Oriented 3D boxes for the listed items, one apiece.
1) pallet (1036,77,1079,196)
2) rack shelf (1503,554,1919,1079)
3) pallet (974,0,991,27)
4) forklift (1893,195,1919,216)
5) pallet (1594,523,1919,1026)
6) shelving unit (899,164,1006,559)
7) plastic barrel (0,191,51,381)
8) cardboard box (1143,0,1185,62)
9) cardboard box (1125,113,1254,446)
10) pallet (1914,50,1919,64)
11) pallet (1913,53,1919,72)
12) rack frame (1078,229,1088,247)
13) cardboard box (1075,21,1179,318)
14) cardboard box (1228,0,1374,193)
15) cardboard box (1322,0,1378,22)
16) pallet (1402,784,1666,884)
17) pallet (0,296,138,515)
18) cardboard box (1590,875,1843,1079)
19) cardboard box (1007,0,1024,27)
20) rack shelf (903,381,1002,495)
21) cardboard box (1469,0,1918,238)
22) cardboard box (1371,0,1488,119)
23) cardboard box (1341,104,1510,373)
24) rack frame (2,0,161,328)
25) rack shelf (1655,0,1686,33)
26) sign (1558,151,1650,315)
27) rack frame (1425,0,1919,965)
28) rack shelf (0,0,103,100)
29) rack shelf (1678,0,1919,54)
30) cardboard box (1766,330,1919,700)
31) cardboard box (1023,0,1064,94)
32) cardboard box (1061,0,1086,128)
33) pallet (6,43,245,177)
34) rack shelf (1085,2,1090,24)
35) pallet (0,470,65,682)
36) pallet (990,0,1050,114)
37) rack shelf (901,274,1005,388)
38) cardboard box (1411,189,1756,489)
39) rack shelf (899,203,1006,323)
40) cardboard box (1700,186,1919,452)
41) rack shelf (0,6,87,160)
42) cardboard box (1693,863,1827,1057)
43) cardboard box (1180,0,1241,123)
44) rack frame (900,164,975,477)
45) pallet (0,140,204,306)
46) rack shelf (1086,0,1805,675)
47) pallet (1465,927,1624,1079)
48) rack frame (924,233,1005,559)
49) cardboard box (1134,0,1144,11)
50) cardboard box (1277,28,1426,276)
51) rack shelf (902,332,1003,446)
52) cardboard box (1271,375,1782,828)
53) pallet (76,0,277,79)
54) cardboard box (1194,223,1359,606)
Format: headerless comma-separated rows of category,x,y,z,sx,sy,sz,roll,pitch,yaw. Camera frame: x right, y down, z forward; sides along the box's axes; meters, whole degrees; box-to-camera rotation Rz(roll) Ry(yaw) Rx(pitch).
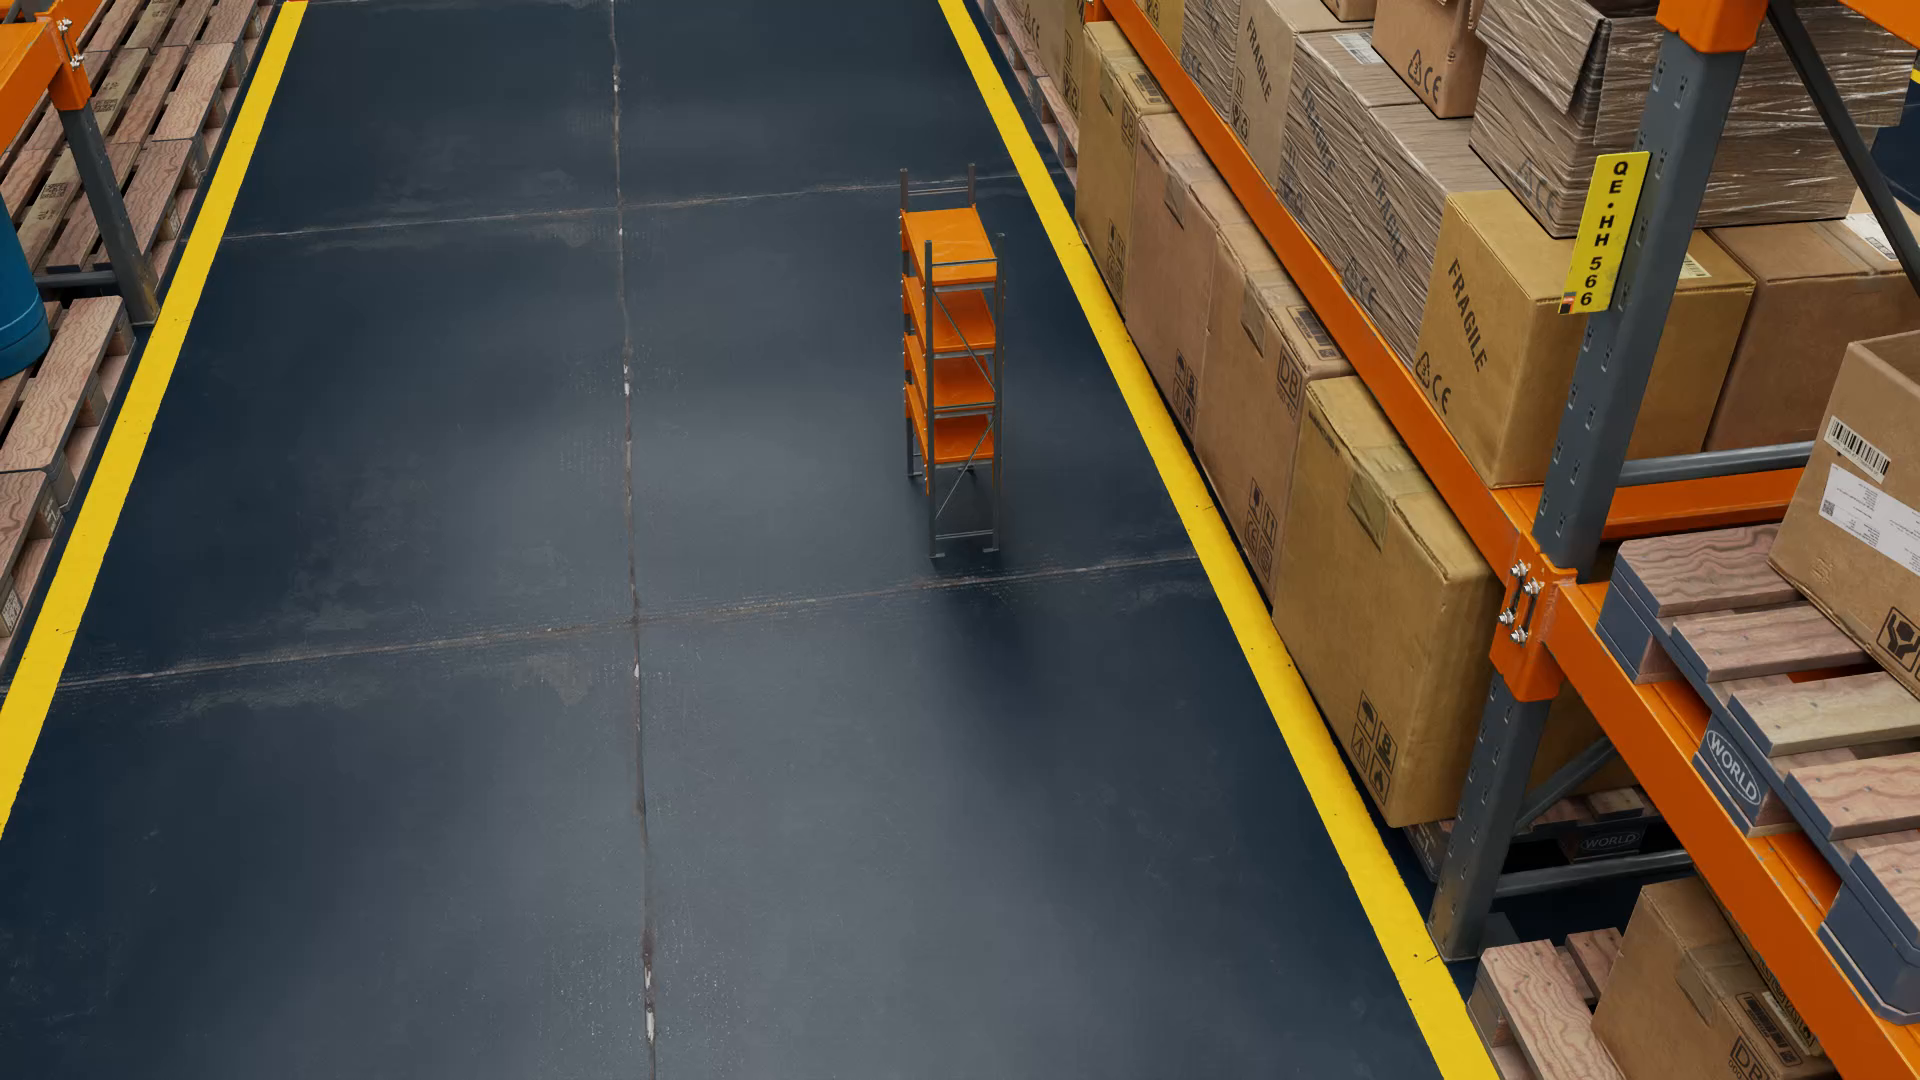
pallet,0.982,-1.953,8.092,1.003,0.211,1.213,-6,38,-8
rack shelf,2.091,1.322,2.190,1.077,0.370,4.000,-6,38,-8
pallet,0.555,-3.427,9.989,1.003,0.211,1.213,-6,38,-8
forklift,3.442,-2.940,7.145,1.130,2.935,3.031,-14,40,-17
pallet,1.970,0.324,3.044,1.213,0.211,1.003,-6,38,-8
shelving unit,-0.029,-0.574,5.511,0.258,1.200,0.503,-6,38,-8
plastic barrel,-3.759,-1.060,6.038,0.600,0.901,0.708,-6,38,-8
cardboard box,0.962,-2.017,5.820,0.500,0.500,0.500,-6,38,-8
cardboard box,1.328,-0.989,5.968,1.225,0.875,0.875,-7,38,-10
pallet,5.570,-3.098,9.565,1.003,0.211,1.213,-6,38,-8
pallet,5.787,-2.359,8.615,1.003,0.211,1.213,-6,38,-8
rack frame,1.039,-2.586,6.634,1.000,3.000,0.127,-6,38,-8
cardboard box,1.171,-1.529,6.662,1.225,0.875,0.875,-6,38,-8
cardboard box,1.145,-1.404,5.030,0.500,0.500,0.500,-6,38,-7
cardboard box,1.392,-1.848,4.784,0.797,0.503,0.637,-5,38,-6
pallet,1.676,0.447,5.003,1.003,0.211,1.213,-6,38,-8
pallet,-3.743,-0.482,6.198,1.003,0.211,1.213,-6,38,-8
cardboard box,1.877,1.046,3.638,0.700,0.500,0.500,-8,39,-10
cardboard box,0.688,-3.401,9.073,0.875,0.875,0.875,-6,38,-8
rack shelf,-0.029,-0.364,5.674,0.258,0.148,0.480,-6,38,-8
cardboard box,1.628,-1.049,3.756,0.797,0.503,0.637,-5,38,-6
cardboard box,1.516,-1.443,4.263,0.797,0.503,0.637,-5,38,-7
cardboard box,1.328,-0.783,4.231,0.500,0.500,0.500,-7,38,-8
rack frame,-3.838,-2.054,5.948,1.000,3.000,0.127,-6,38,-8
rack shelf,1.389,-2.279,4.380,1.077,0.370,4.000,-6,38,-8
sign,1.194,-0.566,3.090,0.100,0.325,0.005,-6,38,-8
rack frame,1.740,-0.170,3.524,1.000,3.000,0.127,-6,38,-8
rack shelf,-4.188,-2.977,7.724,1.077,0.370,4.000,-6,38,-8
rack shelf,2.091,0.137,1.270,1.077,0.370,4.000,-6,38,-8
cardboard box,1.874,-0.054,2.950,0.500,0.500,0.500,-11,39,-14
cardboard box,0.844,-2.864,8.381,0.875,0.875,0.875,-6,38,-8
cardboard box,1.002,-2.320,7.681,0.875,0.875,0.875,-6,38,-8
pallet,-4.222,-2.131,8.321,1.003,0.211,1.213,-6,38,-8
rack shelf,0.688,-3.510,8.410,1.077,0.370,4.000,-6,38,-8
pallet,-3.526,0.257,5.248,1.003,0.211,1.213,-6,38,-8
pallet,0.765,-2.691,9.042,1.003,0.211,1.213,-6,38,-8
rack shelf,-0.029,-0.697,5.415,0.258,0.148,0.480,-6,38,-8
cardboard box,1.410,-0.481,3.843,0.500,0.500,0.500,-5,38,-7
rack shelf,-0.029,-0.884,5.270,0.258,0.148,0.480,-6,38,-8
cardboard box,1.923,-0.533,3.909,0.500,0.500,0.500,-5,38,-7
rack shelf,-3.487,-0.561,4.614,1.077,0.370,4.000,-6,38,-8
cardboard box,1.887,0.748,3.409,0.500,0.250,0.500,-5,38,-6
cardboard box,1.050,-1.715,5.431,0.500,0.500,0.500,-7,38,-9
rack frame,-0.072,-0.721,5.700,0.240,1.200,0.015,-6,38,-8
pallet,-4.005,-1.392,7.370,1.003,0.211,1.213,-6,38,-8
rack shelf,1.389,-1.094,5.300,1.077,0.370,4.000,-6,38,-8
pallet,1.876,1.403,3.772,1.003,0.211,1.213,-6,38,-8
rack frame,0.014,-0.426,5.321,0.240,1.200,0.015,-6,38,-8
cardboard box,0.873,-2.321,6.211,0.500,0.500,0.500,-6,38,-8
cardboard box,1.234,-1.096,4.635,0.500,0.500,0.500,-7,38,-9
rack shelf,-0.029,-0.521,5.552,0.258,0.148,0.480,-6,38,-8
cardboard box,1.640,0.084,4.587,1.225,0.875,0.875,-8,39,-10
pallet,-4.432,-2.866,9.267,1.003,0.211,1.213,-6,38,-8
cardboard box,1.491,-0.455,5.281,1.225,0.875,0.875,-6,38,-8
